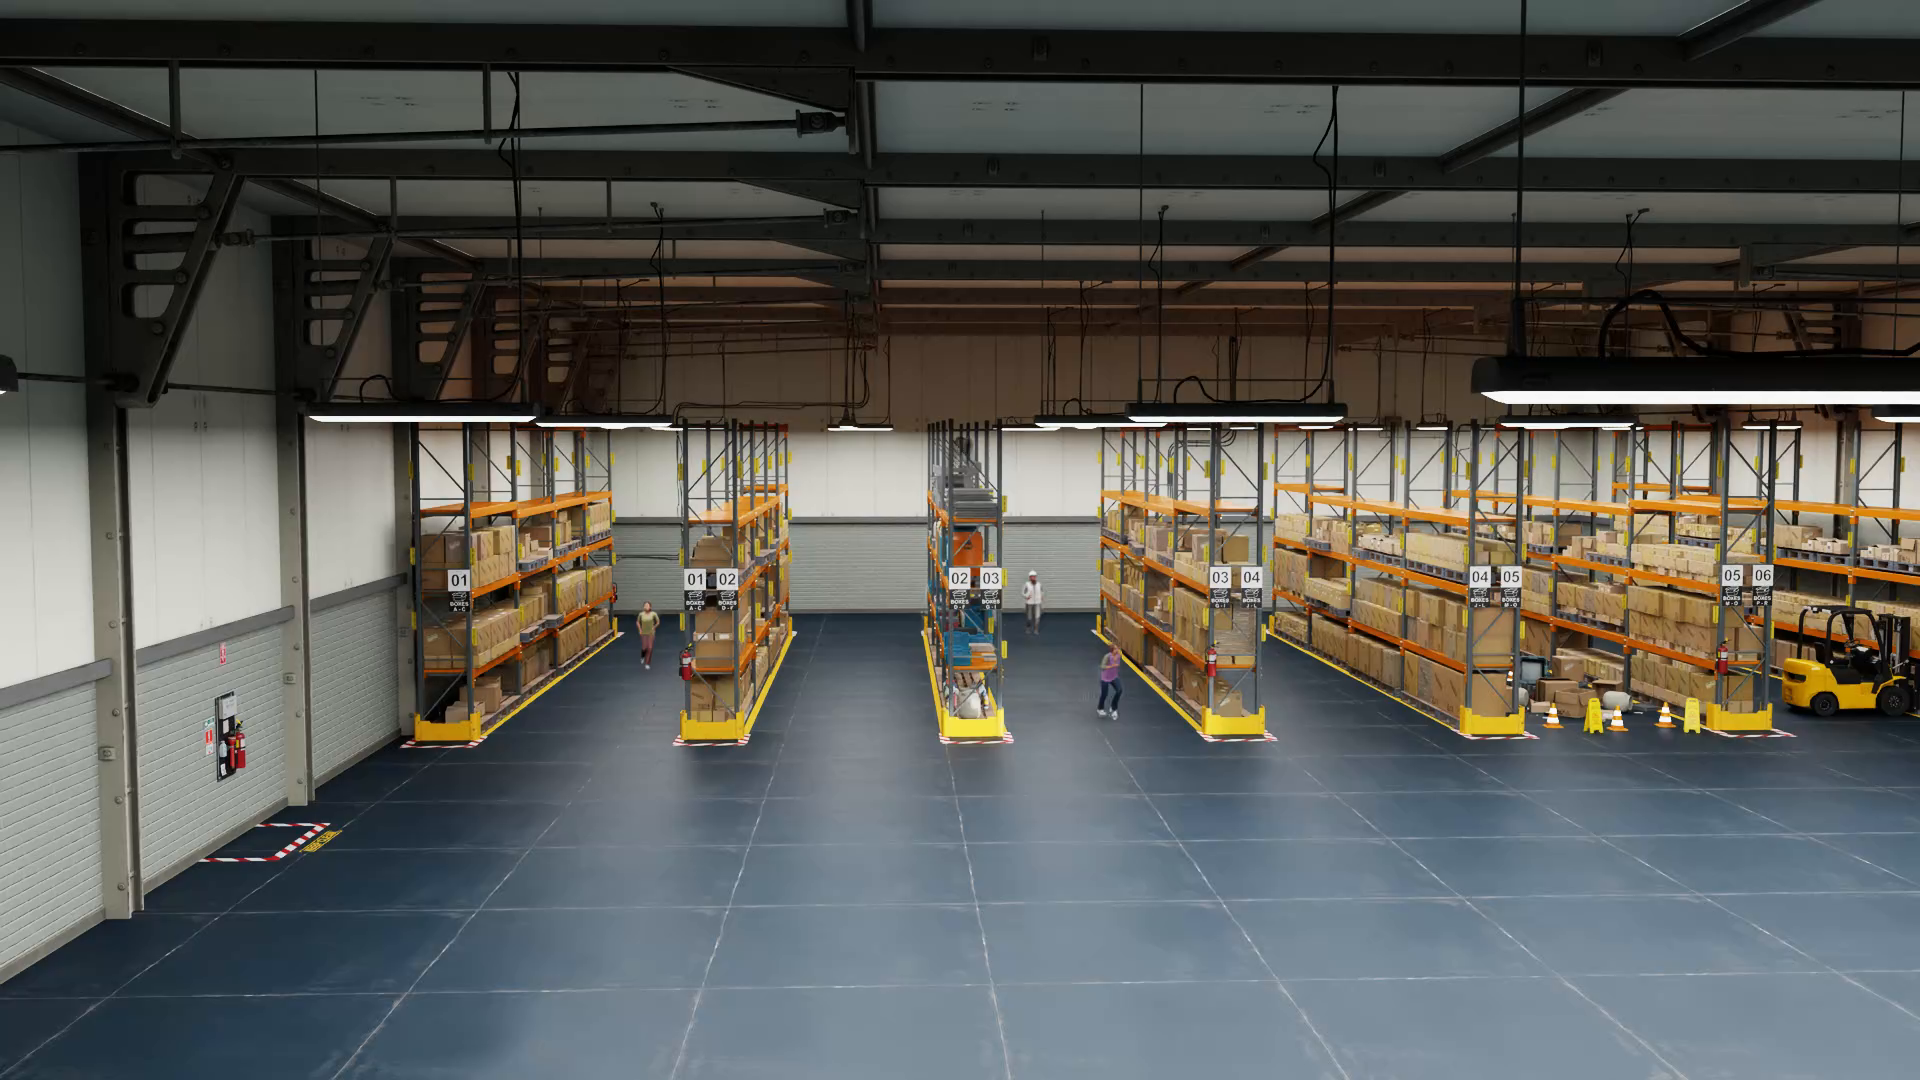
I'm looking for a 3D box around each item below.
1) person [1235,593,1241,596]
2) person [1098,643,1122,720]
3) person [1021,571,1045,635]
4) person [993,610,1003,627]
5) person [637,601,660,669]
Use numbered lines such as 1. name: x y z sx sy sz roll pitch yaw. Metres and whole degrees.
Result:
1. person: 7.781 1.912 46.079 0.674 1.762 0.746 0 4 -1
2. person: 2.987 2.804 33.244 0.524 1.553 0.845 -2 4 -23
3. person: 1.991 1.720 44.997 0.669 1.749 0.707 -1 4 -10
4. person: 0.811 1.749 49.301 0.936 1.703 0.628 0 4 3
5. person: -7.605 2.314 40.585 0.570 1.637 0.564 -1 4 -8
